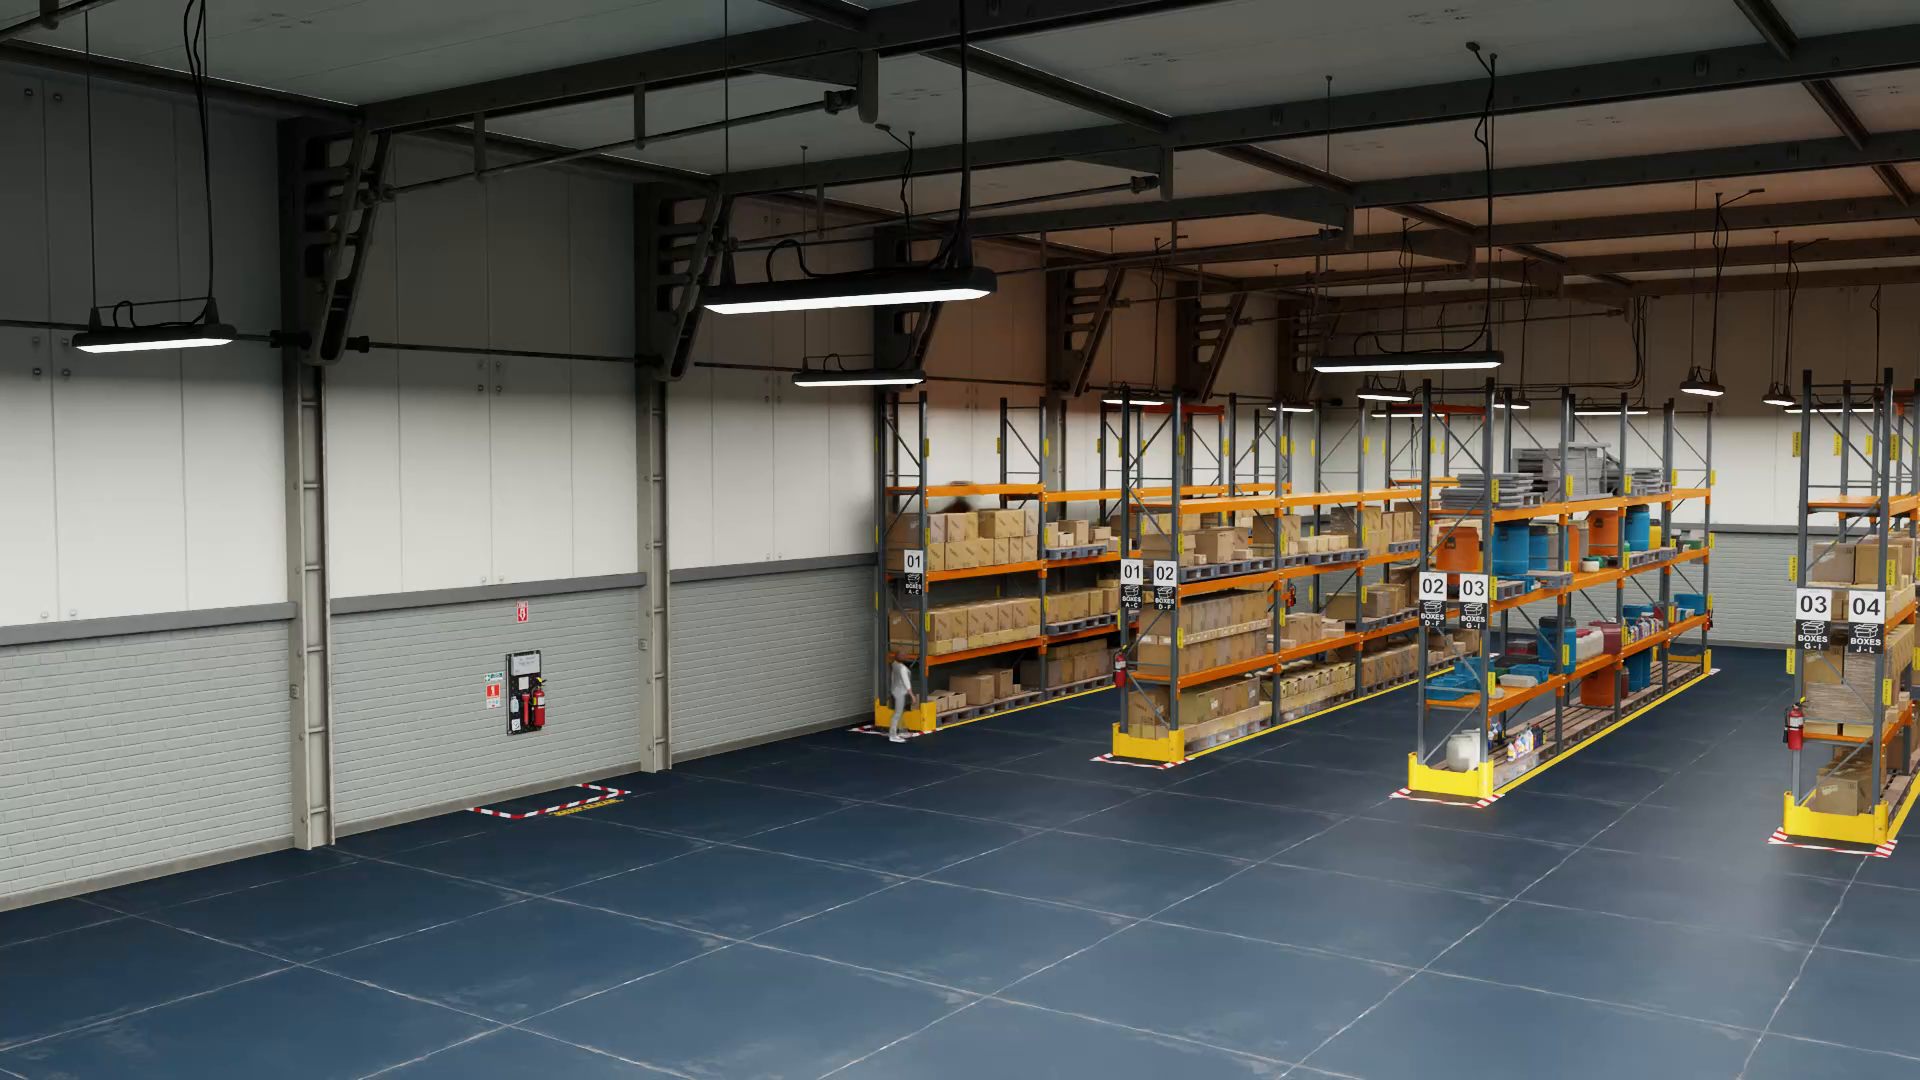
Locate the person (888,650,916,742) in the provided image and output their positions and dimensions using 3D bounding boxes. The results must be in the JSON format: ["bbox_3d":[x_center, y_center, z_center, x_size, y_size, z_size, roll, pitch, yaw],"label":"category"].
[{"bbox_3d":[-1.001,2.642,28.464,0.559,1.568,0.595,-1,3,-18],"label":"person"}]

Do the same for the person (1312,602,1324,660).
[{"bbox_3d":[7.905,2.152,36.906,0.412,1.609,0.440,1,3,22],"label":"person"}]
